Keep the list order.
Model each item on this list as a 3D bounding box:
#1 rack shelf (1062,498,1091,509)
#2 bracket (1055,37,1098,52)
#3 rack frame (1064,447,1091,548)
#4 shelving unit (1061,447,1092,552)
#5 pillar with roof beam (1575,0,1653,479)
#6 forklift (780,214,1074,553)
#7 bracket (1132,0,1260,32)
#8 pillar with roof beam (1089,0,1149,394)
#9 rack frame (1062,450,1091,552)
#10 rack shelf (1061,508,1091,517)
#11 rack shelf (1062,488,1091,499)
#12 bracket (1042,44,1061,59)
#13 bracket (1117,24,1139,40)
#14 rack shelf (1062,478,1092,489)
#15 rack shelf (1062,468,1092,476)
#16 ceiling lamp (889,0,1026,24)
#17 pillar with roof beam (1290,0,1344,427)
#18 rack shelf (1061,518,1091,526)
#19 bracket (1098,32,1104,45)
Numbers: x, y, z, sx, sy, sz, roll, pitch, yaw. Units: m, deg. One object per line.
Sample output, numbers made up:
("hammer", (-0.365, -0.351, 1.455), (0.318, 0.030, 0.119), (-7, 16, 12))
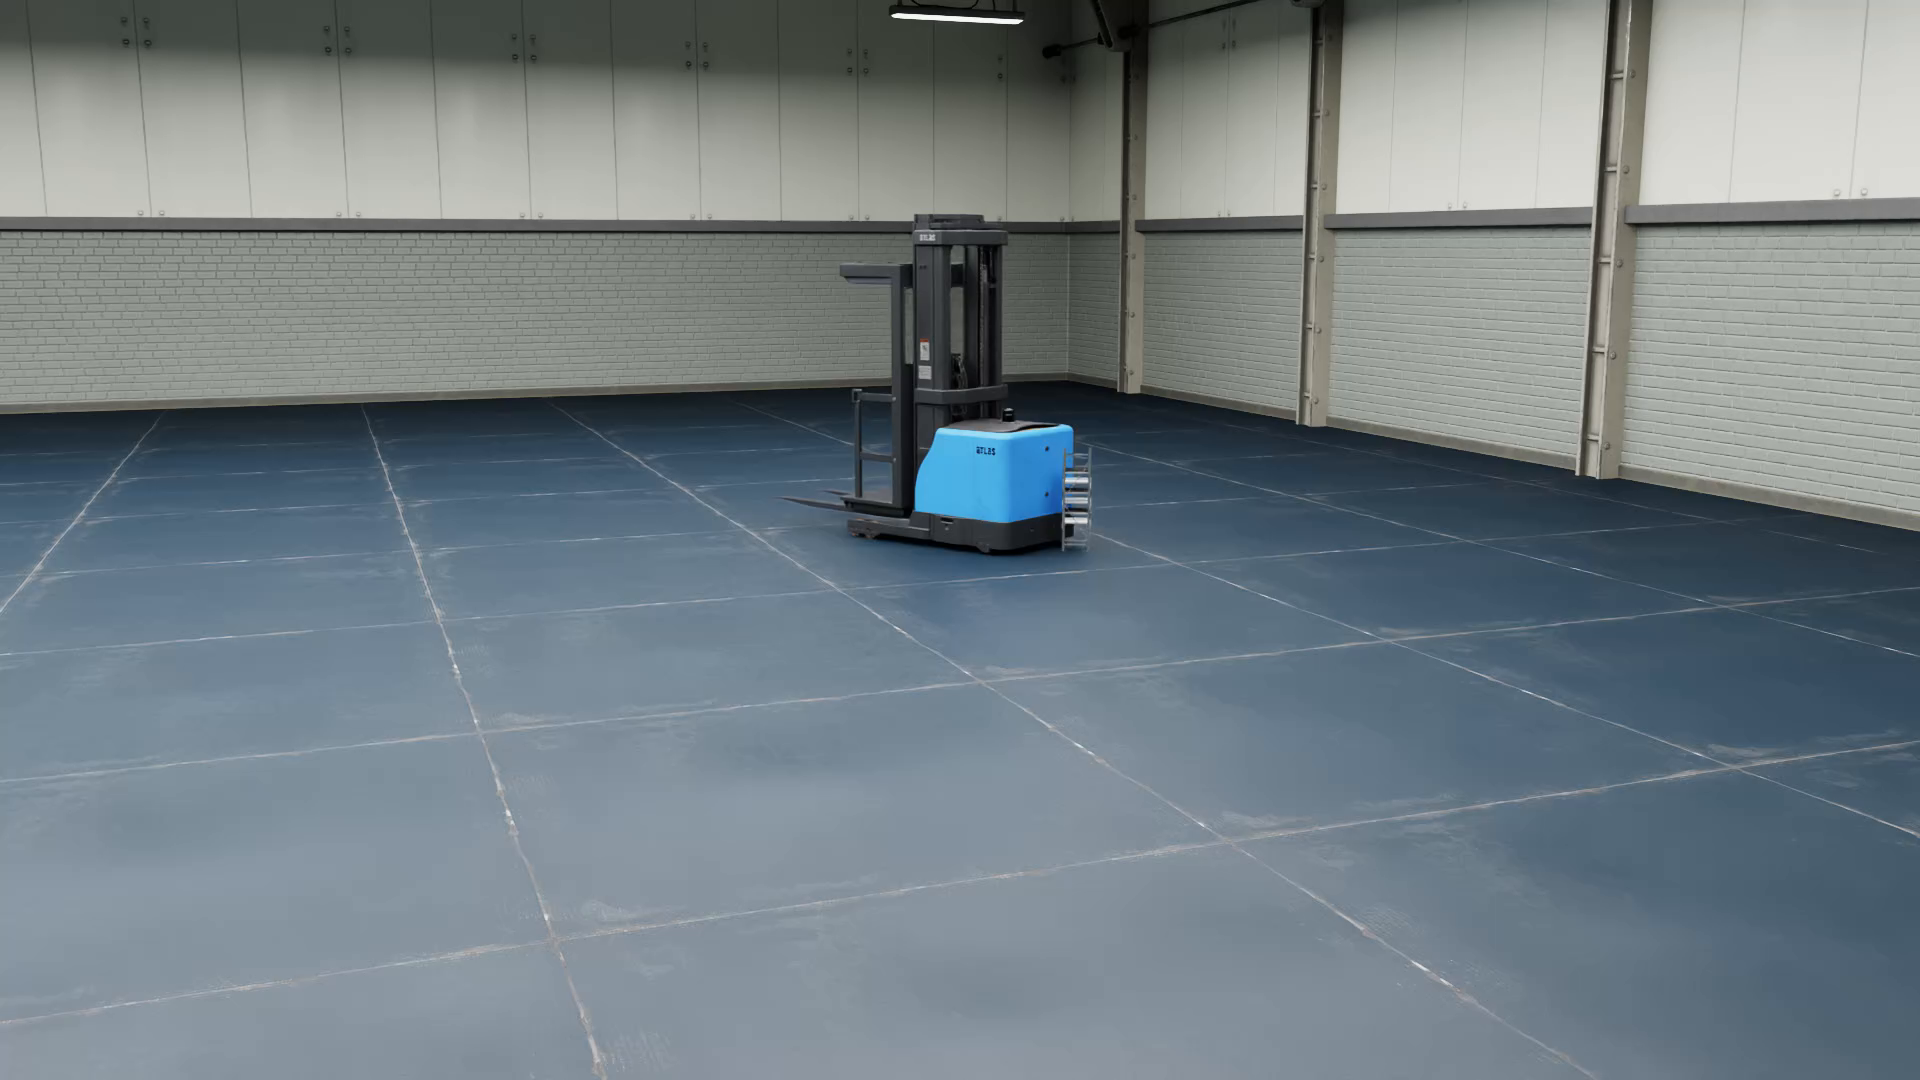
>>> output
("rack shelf", (1.029, -0.326, 14.698), (0.258, 0.077, 0.200), (1, 10, 4))
("bracket", (1.976, -9.241, 31.230), (0.076, 0.066, 3.189), (-4, 11, -21))
("rack frame", (1.036, -0.376, 14.792), (0.240, 0.900, 0.006), (1, 10, 4))
("shelving unit", (1.029, -0.358, 14.692), (0.258, 0.900, 0.210), (1, 10, 4))
("pillar with roof beam", (3.439, -4.902, 17.111), (9.100, 9.000, 0.400), (-4, 11, -21))
("forklift", (-0.414, -1.520, 15.425), (3.031, 2.935, 1.130), (9, 13, 40))
("bracket", (3.856, -8.395, 26.472), (0.076, 0.066, 4.783), (-4, 11, -21))
("pillar with roof beam", (-0.910, -6.860, 28.123), (9.100, 9.000, 0.548), (-4, 11, -21))
("rack frame", (1.022, -0.341, 14.592), (0.240, 0.900, 0.006), (1, 10, 4))
("rack shelf", (1.029, -0.237, 14.714), (0.258, 0.077, 0.200), (1, 10, 4))
("rack shelf", (1.029, -0.414, 14.682), (0.258, 0.077, 0.200), (1, 10, 4))
("bracket", (1.762, -9.338, 31.772), (0.235, 0.232, 0.430), (-4, 11, -21))
("bracket", (2.922, -8.816, 28.836), (0.235, 0.232, 0.430), (-4, 11, -21))
("rack shelf", (1.030, -0.503, 14.666), (0.258, 0.077, 0.200), (1, 10, 4))
("rack shelf", (1.030, -0.591, 14.651), (0.258, 0.077, 0.200), (1, 10, 4))
("ceiling lamp", (-0.121, -9.062, 23.832), (2.000, 3.185, 0.800), (-4, 11, -21))
("pillar with roof beam", (1.264, -5.881, 22.617), (9.100, 9.000, 0.548), (-4, 11, -21))
("rack shelf", (1.028, -0.148, 14.730), (0.258, 0.077, 0.200), (1, 10, 4))
("bracket", (2.621, -8.951, 29.597), (0.235, 0.232, 0.430), (-4, 11, -21))
